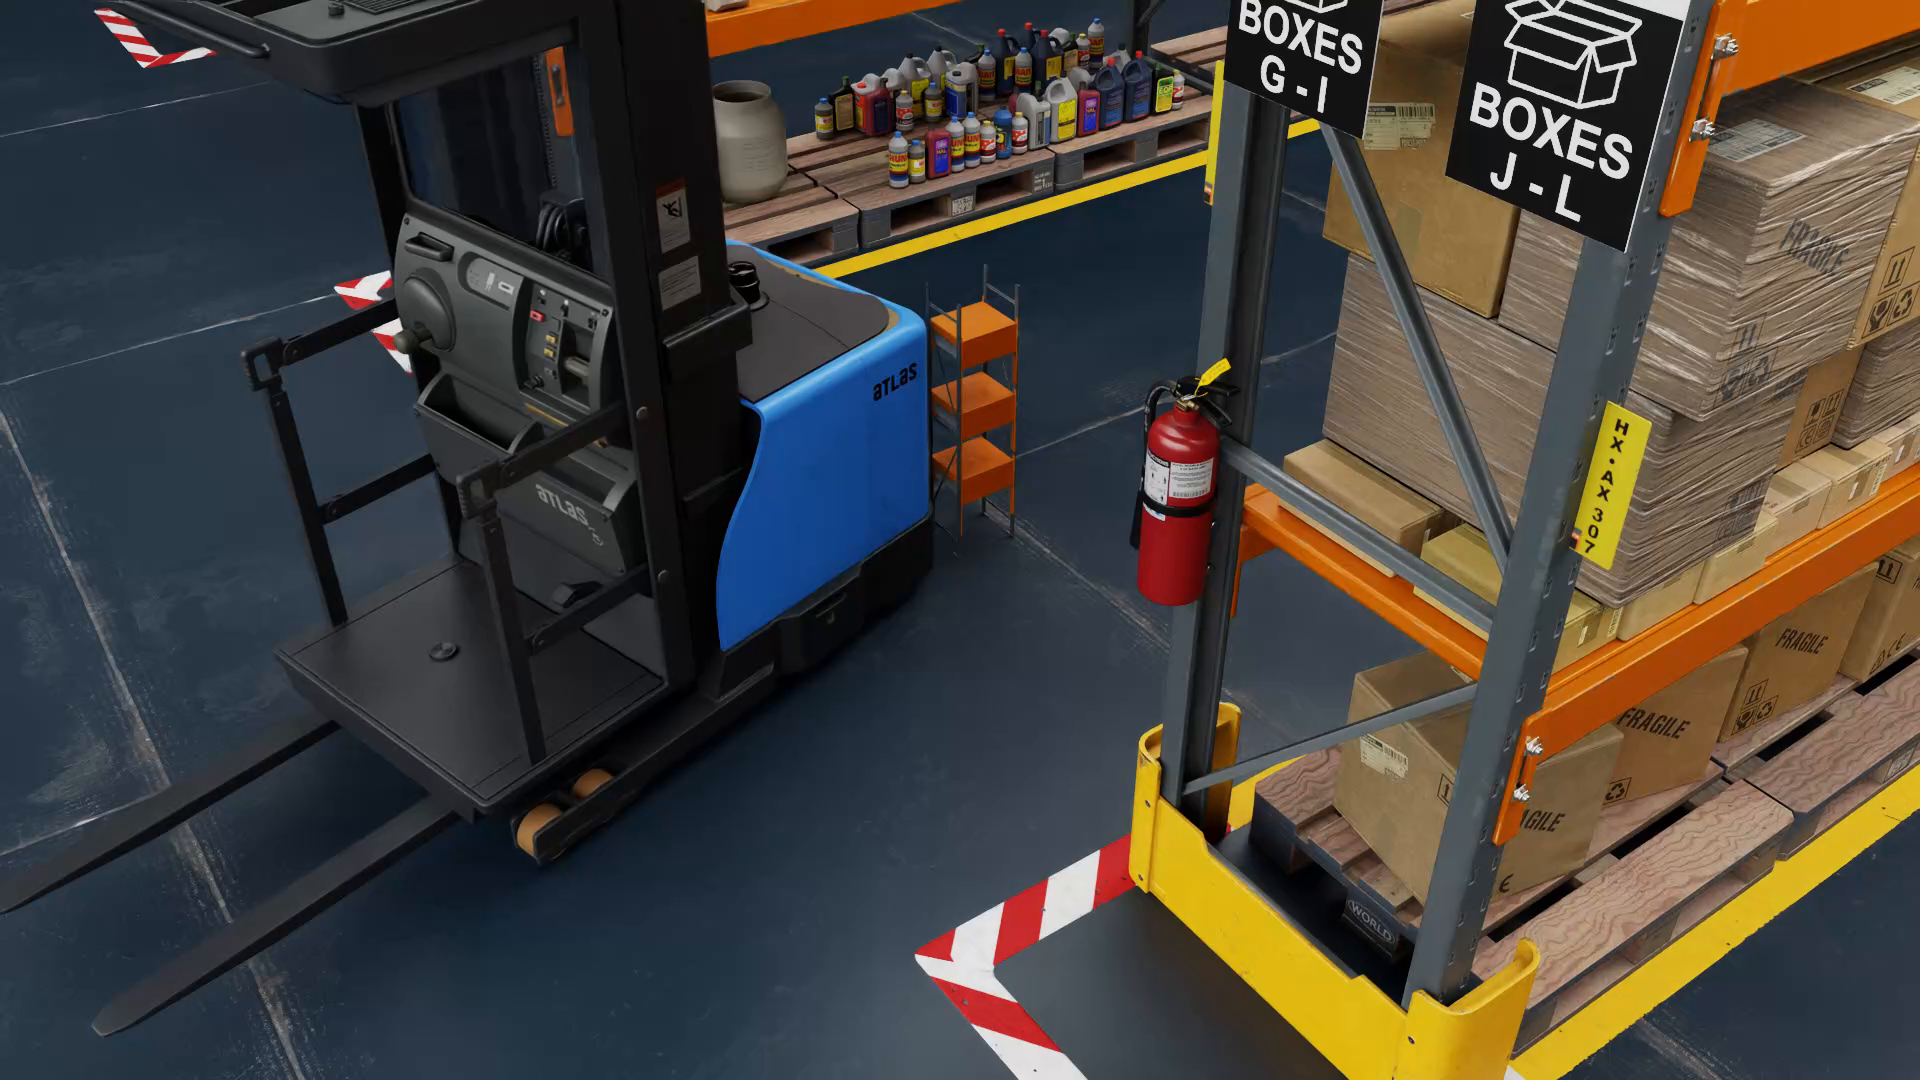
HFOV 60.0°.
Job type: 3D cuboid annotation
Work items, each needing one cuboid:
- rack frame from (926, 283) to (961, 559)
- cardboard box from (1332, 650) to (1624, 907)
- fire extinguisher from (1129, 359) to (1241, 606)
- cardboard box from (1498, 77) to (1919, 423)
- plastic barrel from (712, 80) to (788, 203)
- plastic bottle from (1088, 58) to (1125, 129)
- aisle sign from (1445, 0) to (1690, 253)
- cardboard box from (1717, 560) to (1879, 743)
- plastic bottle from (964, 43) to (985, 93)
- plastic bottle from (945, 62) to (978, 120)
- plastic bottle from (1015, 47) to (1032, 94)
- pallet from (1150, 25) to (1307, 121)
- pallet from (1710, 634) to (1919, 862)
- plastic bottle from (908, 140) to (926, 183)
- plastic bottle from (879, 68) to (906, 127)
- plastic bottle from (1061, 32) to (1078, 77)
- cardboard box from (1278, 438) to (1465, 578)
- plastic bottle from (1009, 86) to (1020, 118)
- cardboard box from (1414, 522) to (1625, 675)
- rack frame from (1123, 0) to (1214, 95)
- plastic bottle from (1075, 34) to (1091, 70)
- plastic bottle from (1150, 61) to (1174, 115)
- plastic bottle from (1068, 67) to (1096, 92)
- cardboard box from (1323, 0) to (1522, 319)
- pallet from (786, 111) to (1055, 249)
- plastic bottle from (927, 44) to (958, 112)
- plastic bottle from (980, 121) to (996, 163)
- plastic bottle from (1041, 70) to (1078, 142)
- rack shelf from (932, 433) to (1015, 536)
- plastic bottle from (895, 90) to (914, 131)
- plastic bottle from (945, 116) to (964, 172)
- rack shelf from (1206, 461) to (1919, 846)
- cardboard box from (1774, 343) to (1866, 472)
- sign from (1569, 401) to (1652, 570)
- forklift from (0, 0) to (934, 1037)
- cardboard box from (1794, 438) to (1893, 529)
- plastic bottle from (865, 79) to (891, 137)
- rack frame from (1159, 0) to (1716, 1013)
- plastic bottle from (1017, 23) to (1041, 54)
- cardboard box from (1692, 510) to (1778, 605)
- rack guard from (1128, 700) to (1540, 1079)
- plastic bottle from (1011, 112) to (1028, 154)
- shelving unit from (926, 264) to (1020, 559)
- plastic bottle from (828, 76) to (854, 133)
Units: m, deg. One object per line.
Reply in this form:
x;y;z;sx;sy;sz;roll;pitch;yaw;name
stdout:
-0.056;-0.403;5.911;0.008;1.050;0.200;-22;41;-28;rack frame
1.405;0.636;4.578;0.500;0.500;0.500;-15;38;-20;cardboard box
0.526;-0.156;3.964;0.183;0.674;0.296;-22;41;-28;fire extinguisher
1.492;-0.628;3.358;0.500;0.500;0.500;-22;41;-28;cardboard box
-1.064;-1.957;8.173;0.421;0.512;0.421;0;36;0;plastic barrel
0.784;-2.400;8.910;0.185;0.351;0.144;-25;42;-30;plastic bottle
1.007;-0.898;2.702;0.004;0.787;0.394;-22;41;-28;aisle sign
2.397;0.217;5.160;0.500;0.500;0.500;-18;40;-24;cardboard box
0.089;-2.619;9.272;0.133;0.283;0.061;-20;40;-26;plastic bottle
0.007;-2.446;9.038;0.135;0.276;0.152;-22;41;-28;plastic bottle
0.354;-2.607;9.265;0.097;0.271;0.097;0;36;0;plastic bottle
1.921;-2.866;10.054;1.213;0.211;1.003;-22;41;-28;pallet
2.628;0.436;5.463;1.213;0.211;1.003;-22;41;-28;pallet
-0.222;-1.909;8.354;0.097;0.201;0.097;0;36;0;plastic bottle
-0.384;-2.388;8.958;0.135;0.276;0.152;-24;42;-29;plastic bottle
0.602;-2.721;9.414;0.133;0.283;0.061;-22;41;-28;plastic bottle
0.999;-0.099;4.033;0.250;0.149;0.380;-22;41;-28;cardboard box
0.323;-2.262;8.775;0.133;0.283;0.061;-22;41;-28;plastic bottle
1.255;0.114;3.738;0.250;0.149;0.380;-22;41;-28;cardboard box
1.301;-3.715;8.847;0.127;3.000;1.000;-22;41;-28;rack frame
0.705;-2.826;9.630;0.097;0.201;0.097;0;36;0;plastic bottle
1.098;-2.472;9.068;0.133;0.283;0.061;-20;40;-26;plastic bottle
0.678;-2.432;9.018;0.135;0.276;0.152;-22;41;-28;plastic bottle
1.192;-0.876;3.703;0.500;0.500;0.500;-22;41;-28;cardboard box
-0.270;-1.965;8.801;1.213;0.211;1.003;-22;41;-28;pallet
-0.099;-2.539;9.103;0.185;0.351;0.144;-23;42;-28;plastic bottle
0.136;-2.056;8.559;0.097;0.201;0.097;0;36;0;plastic bottle
0.520;-2.291;8.759;0.185;0.351;0.144;-23;41;-28;plastic bottle
0.044;-0.210;6.137;0.240;0.259;0.215;-22;41;-28;rack shelf
-0.297;-2.305;8.905;0.097;0.201;0.097;0;36;0;plastic bottle
-0.026;-2.017;8.446;0.097;0.271;0.097;0;36;0;plastic bottle
2.520;-0.387;4.835;4.000;0.370;1.077;-22;41;-28;rack shelf
1.690;-0.565;4.126;0.500;0.500;0.875;-22;41;-28;cardboard box
1.198;-0.099;3.077;0.005;0.325;0.100;-22;41;-28;sign
-1.424;-0.573;4.537;1.130;2.935;3.031;26;43;31;forklift
2.085;-0.213;4.192;0.250;0.149;0.380;-22;41;-28;cardboard box
-0.436;-2.294;8.820;0.133;0.283;0.061;-22;41;-28;plastic bottle
0.885;-0.006;3.690;0.127;3.000;1.000;-22;41;-28;rack frame
0.403;-2.745;9.390;0.185;0.351;0.144;-21;41;-27;plastic bottle
1.684;-0.038;3.949;0.250;0.149;0.380;-22;41;-28;cardboard box
0.947;0.983;4.455;0.348;0.500;1.175;-22;41;-28;rack guard
0.304;-2.125;8.656;0.097;0.201;0.097;0;36;0;plastic bottle
0.044;-0.444;5.968;0.252;1.050;0.215;-22;41;-28;shelving unit
-0.634;-2.321;8.858;0.133;0.283;0.061;-21;41;-27;plastic bottle
